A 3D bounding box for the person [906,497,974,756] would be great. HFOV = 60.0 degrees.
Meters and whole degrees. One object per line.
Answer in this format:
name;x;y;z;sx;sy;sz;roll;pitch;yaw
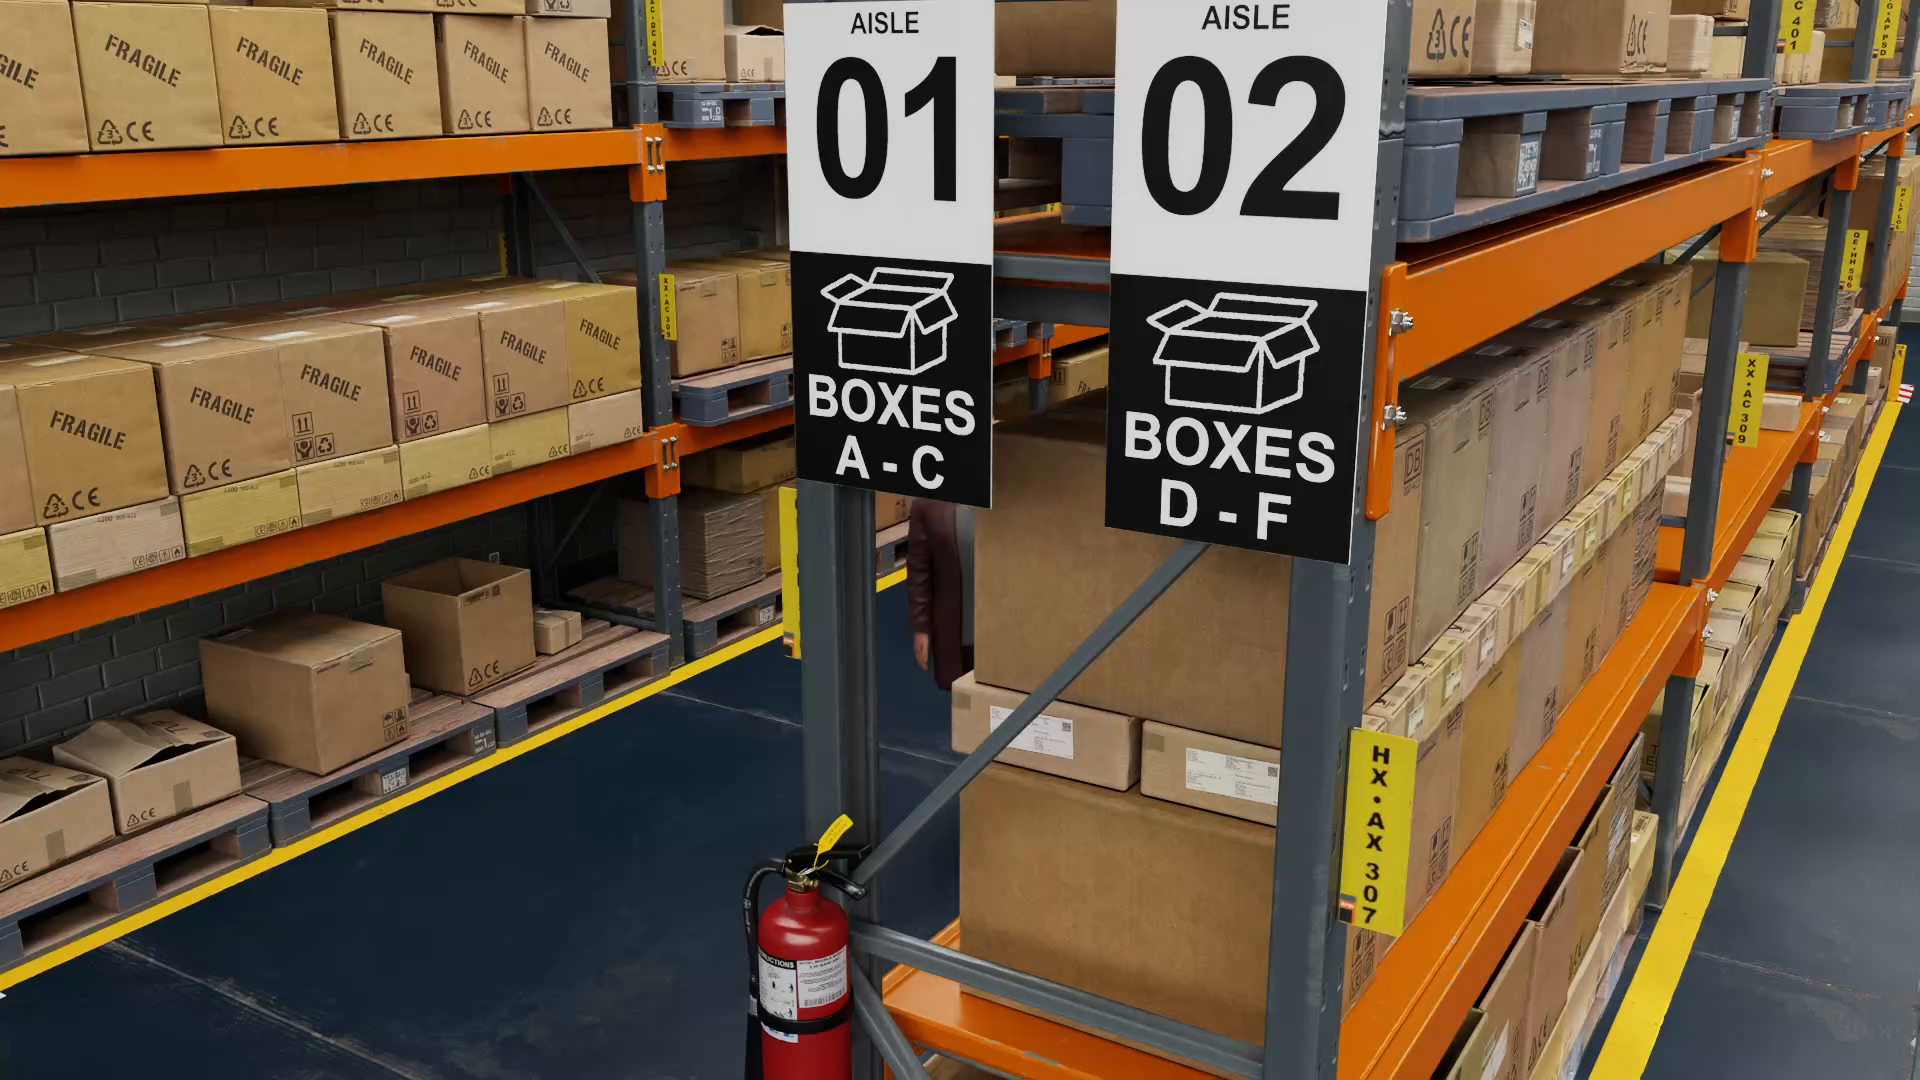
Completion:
person;0.088;0.361;6.715;0.618;1.763;0.556;5;17;17
